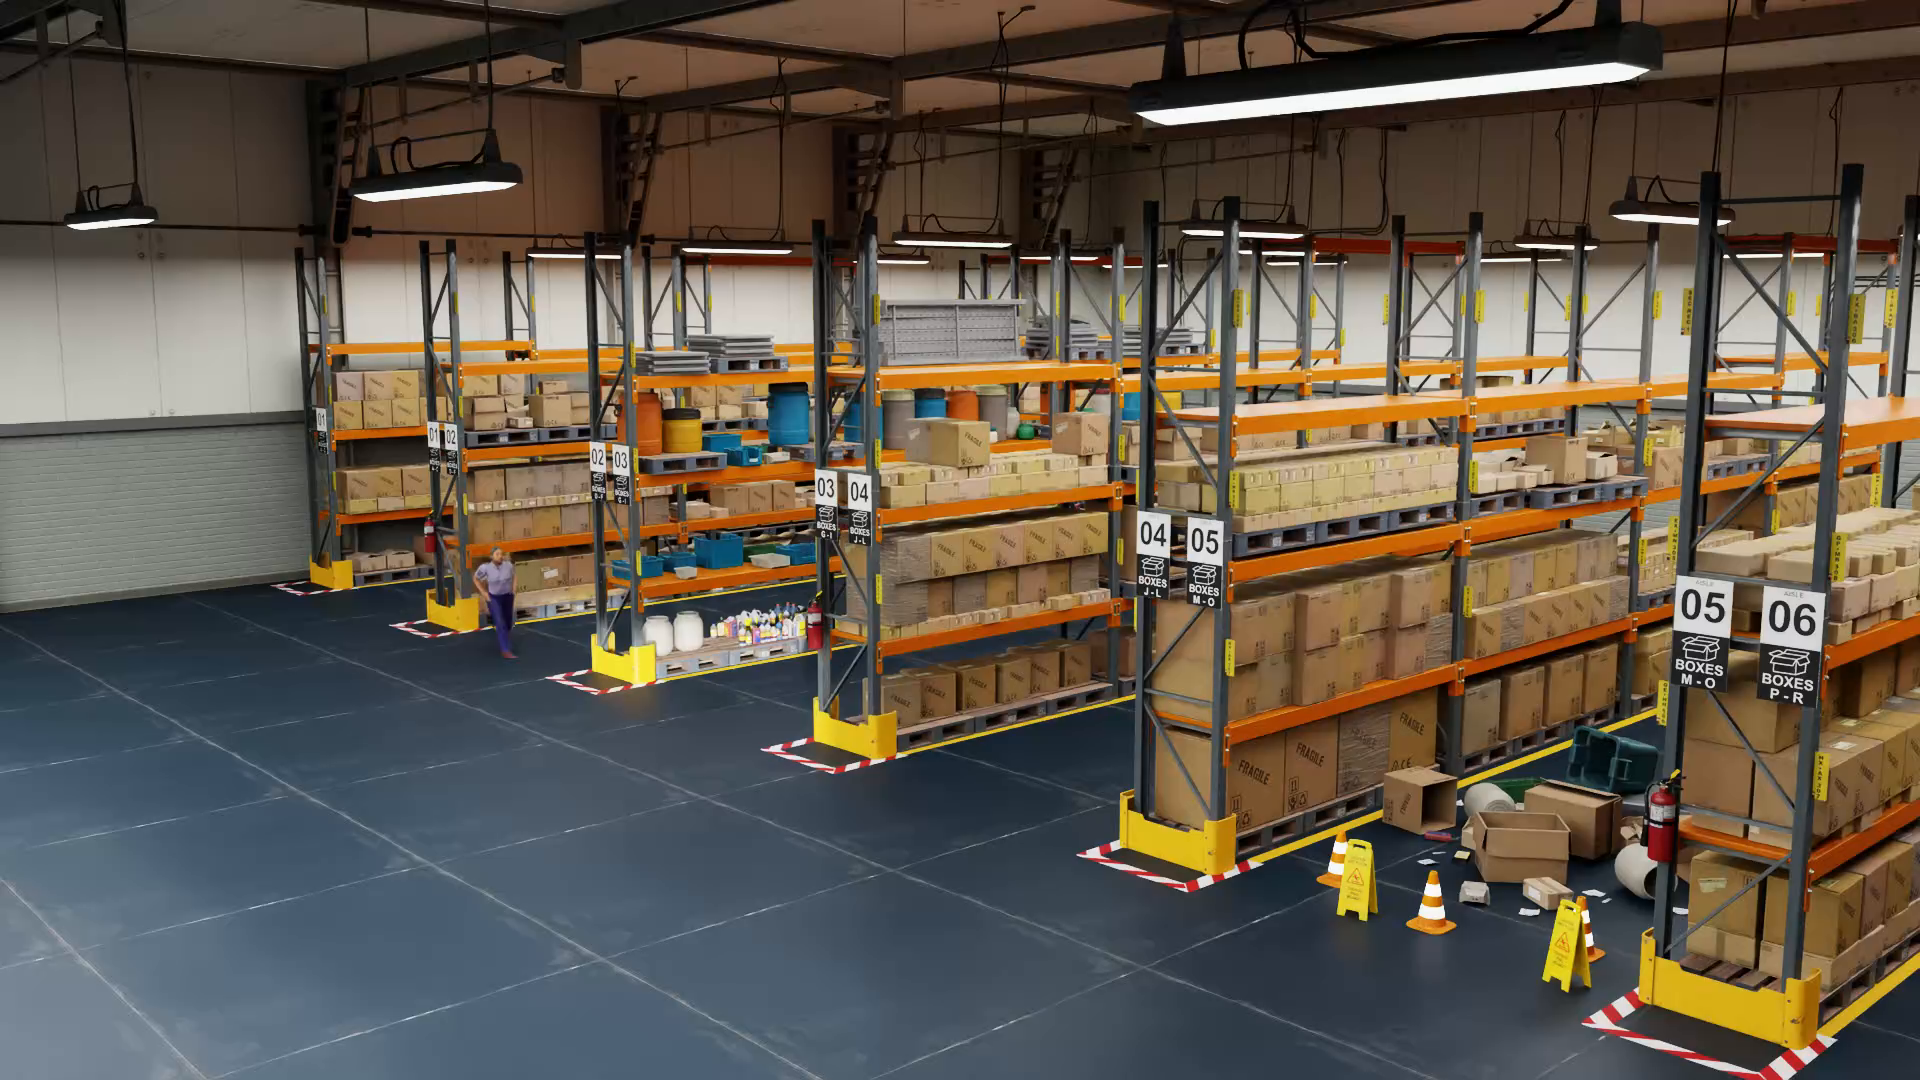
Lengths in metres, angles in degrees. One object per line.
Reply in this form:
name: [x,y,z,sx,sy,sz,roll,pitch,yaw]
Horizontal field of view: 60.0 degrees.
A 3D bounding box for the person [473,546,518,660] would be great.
person: [-6.665,0.868,23.905,0.624,1.622,0.823,-5,10,-30]
